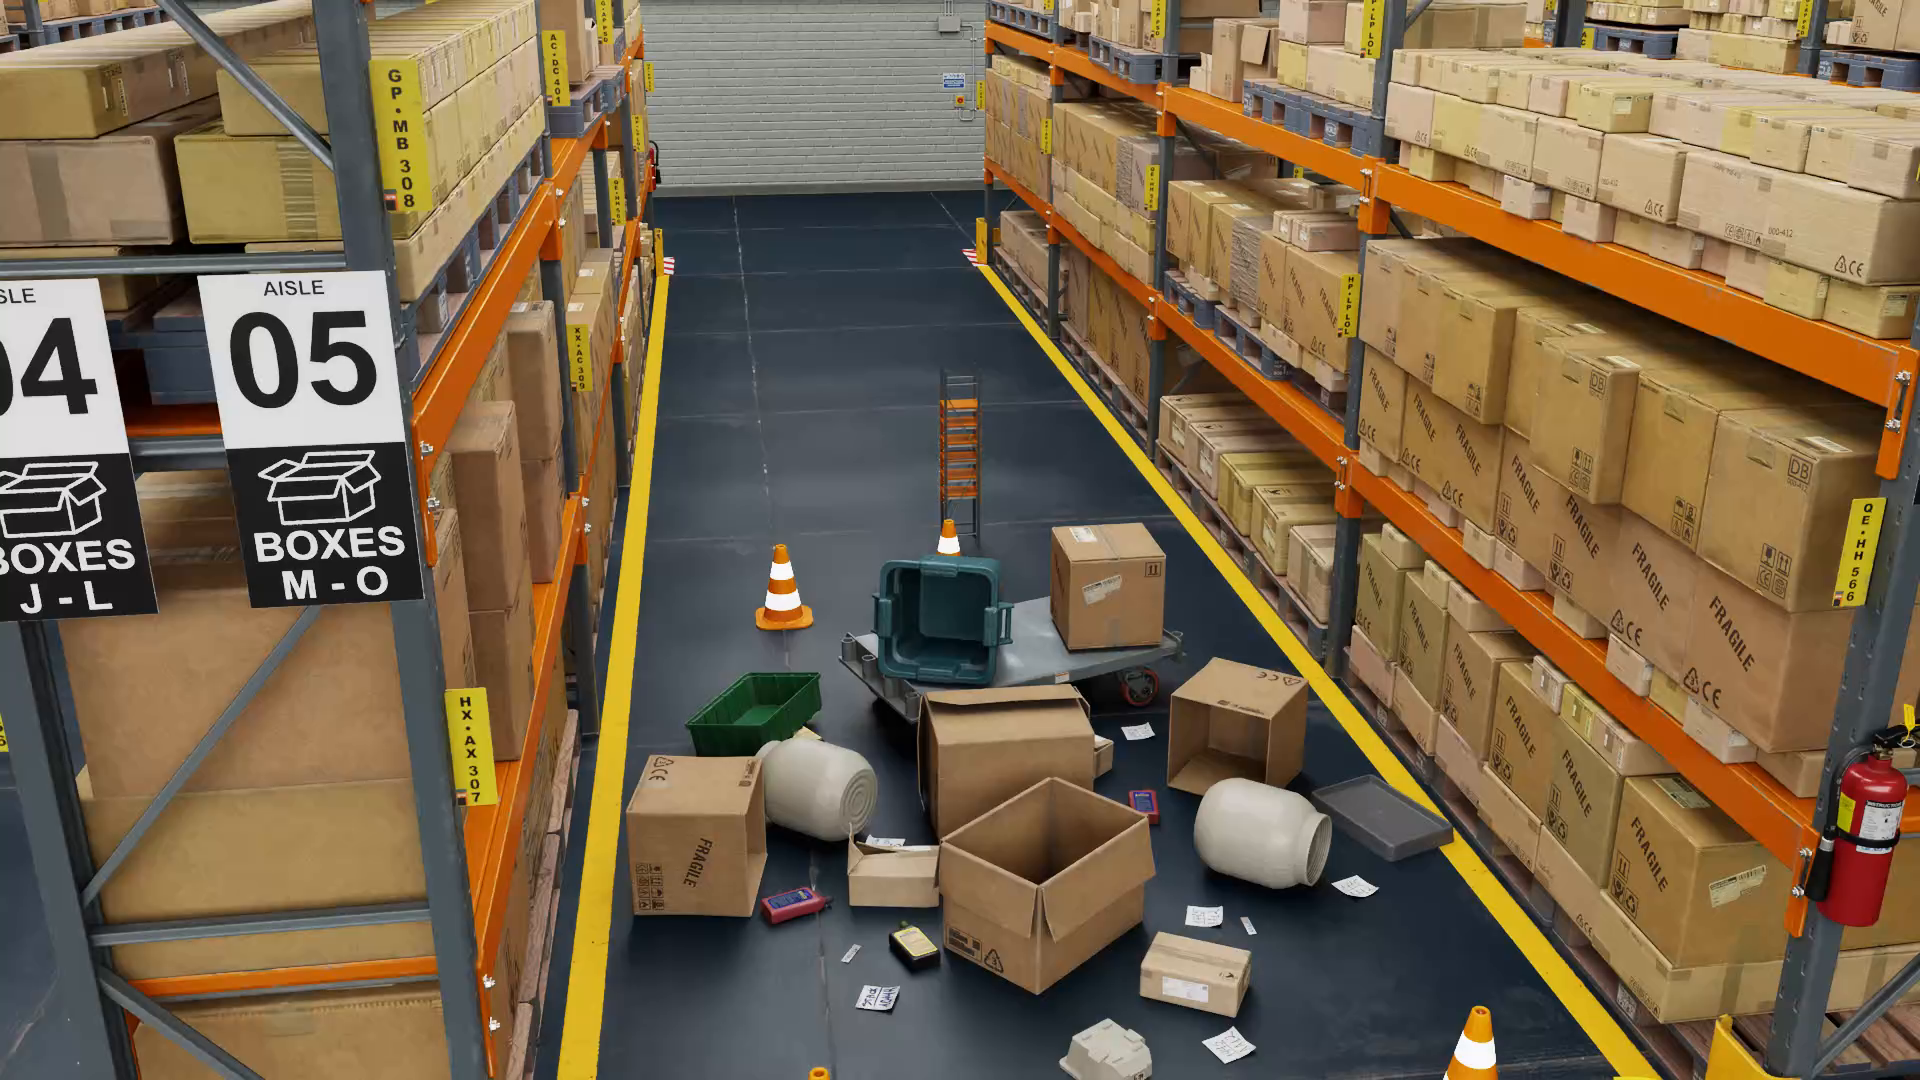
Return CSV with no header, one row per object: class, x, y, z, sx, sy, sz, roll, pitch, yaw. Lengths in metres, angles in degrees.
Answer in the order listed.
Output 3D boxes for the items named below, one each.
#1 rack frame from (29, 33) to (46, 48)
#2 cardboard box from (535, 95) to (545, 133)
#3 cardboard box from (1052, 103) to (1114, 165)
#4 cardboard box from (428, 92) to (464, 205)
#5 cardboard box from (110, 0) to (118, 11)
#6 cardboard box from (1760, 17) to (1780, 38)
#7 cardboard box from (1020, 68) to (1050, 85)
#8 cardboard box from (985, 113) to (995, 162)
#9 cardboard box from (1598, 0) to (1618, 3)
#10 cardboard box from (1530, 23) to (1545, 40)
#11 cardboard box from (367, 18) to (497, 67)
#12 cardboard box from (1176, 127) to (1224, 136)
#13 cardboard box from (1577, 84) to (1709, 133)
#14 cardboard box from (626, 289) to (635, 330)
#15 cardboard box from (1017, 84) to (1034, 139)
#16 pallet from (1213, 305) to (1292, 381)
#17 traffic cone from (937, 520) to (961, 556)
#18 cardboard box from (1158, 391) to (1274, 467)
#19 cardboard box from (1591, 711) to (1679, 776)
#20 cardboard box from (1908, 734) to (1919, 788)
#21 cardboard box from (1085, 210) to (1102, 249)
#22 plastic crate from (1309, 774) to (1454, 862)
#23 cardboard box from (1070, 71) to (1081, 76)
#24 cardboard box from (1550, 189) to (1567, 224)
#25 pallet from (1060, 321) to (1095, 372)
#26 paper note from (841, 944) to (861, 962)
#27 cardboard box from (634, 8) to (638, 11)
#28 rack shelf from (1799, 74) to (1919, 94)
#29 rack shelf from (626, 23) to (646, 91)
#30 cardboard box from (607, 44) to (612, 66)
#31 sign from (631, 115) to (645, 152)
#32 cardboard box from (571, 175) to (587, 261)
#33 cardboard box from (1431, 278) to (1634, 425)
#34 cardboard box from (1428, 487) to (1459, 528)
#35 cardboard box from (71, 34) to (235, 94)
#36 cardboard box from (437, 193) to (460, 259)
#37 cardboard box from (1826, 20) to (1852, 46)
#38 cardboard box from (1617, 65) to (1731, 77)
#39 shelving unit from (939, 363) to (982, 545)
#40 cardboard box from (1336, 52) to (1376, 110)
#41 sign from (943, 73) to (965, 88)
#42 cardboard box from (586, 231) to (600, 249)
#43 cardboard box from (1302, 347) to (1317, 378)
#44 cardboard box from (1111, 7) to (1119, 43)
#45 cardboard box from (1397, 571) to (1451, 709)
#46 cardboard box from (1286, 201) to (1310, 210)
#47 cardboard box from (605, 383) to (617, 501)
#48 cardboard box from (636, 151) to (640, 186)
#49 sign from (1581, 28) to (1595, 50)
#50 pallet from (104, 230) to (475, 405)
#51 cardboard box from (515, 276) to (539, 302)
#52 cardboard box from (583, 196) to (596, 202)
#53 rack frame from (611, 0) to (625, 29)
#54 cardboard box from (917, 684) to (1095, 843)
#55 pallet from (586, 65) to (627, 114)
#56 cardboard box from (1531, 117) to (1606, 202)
rack frame,-8.430,-2.949,14.825,1.000,3.000,0.127,-3,21,-8
cardboard box,-1.985,-1.815,7.118,0.380,0.149,0.250,-3,21,-8
cardboard box,1.155,-3.797,15.524,0.500,0.500,0.500,-3,21,-7
cardboard box,-1.668,-1.083,4.588,0.500,0.250,0.500,-3,21,-8
cardboard box,-8.795,-5.475,16.414,0.700,0.500,0.500,-4,21,-11
cardboard box,6.557,-4.039,13.099,0.380,0.149,0.250,-3,21,-9
cardboard box,0.845,-4.889,17.519,0.380,0.149,0.250,-3,21,-8
cardboard box,0.585,-4.700,19.370,0.500,0.500,0.500,-3,21,-8
cardboard box,6.063,-4.979,15.163,0.380,0.149,0.250,-3,21,-9
cardboard box,5.943,-5.097,16.649,0.380,0.149,0.250,-3,21,-8
cardboard box,-1.767,-1.663,5.570,0.380,0.149,0.250,-3,21,-7
cardboard box,1.983,-3.113,13.693,0.500,0.500,0.500,-2,21,-6
cardboard box,2.511,-1.587,6.109,0.380,0.149,0.250,-2,21,-6
cardboard box,-2.999,-1.935,14.011,0.500,0.250,0.500,-4,21,-10
cardboard box,0.887,-4.465,17.313,0.500,0.500,0.500,-3,21,-7
pallet,2.279,-1.291,10.659,1.003,0.211,1.213,-3,21,-8
traffic cone,-0.066,0.101,10.285,0.336,0.463,0.334,-3,21,-8
cardboard box,2.024,-0.833,12.316,0.950,0.372,0.625,-4,21,-11
cardboard box,2.613,0.754,6.240,0.380,0.149,0.250,-2,21,-6
cardboard box,3.262,0.696,5.426,0.380,0.149,0.250,-3,21,-8
cardboard box,1.375,-2.682,14.324,0.500,0.250,0.500,-3,21,-9
plastic crate,1.944,1.274,7.692,0.402,0.080,0.583,-11,23,-26
cardboard box,1.354,-4.830,17.362,0.380,0.149,0.250,-3,21,-8
cardboard box,2.553,-1.311,6.512,0.380,0.149,0.250,-3,21,-7
pallet,1.562,-1.879,15.946,1.003,0.211,1.213,-3,21,-8
paper note,-0.440,1.672,6.725,0.032,0.001,0.123,8,22,20
cardboard box,-3.618,-5.391,17.291,0.500,0.250,0.500,-2,21,-5
rack shelf,7.152,-2.691,10.876,1.077,0.370,4.000,-3,21,-8
rack shelf,-3.796,-4.925,16.856,1.077,0.370,4.000,-3,21,-8
cardboard box,-2.829,-3.615,12.178,0.500,0.500,0.500,-3,21,-8
sign,-2.959,-3.736,15.276,0.100,0.325,0.005,-3,21,-8
cardboard box,-2.876,-2.139,11.083,0.700,0.500,0.500,-3,21,-8
cardboard box,2.476,-0.817,7.120,0.700,0.500,0.500,-3,21,-9
cardboard box,2.415,-0.173,7.752,0.380,0.149,0.250,-2,21,-6
cardboard box,-2.307,-1.365,4.772,0.380,0.149,0.250,-3,21,-8
cardboard box,-1.583,-0.850,4.534,0.380,0.149,0.250,-3,21,-8
cardboard box,6.614,-3.719,12.189,0.380,0.166,0.250,-3,21,-8
cardboard box,2.957,-1.881,6.898,0.380,0.149,0.250,-3,21,-9
shelving unit,0.002,-0.557,10.993,0.258,1.200,0.189,-3,21,-8
cardboard box,2.302,-2.406,8.697,0.500,0.250,0.500,-3,21,-9
sign,-0.093,-6.930,25.098,0.327,0.218,0.001,-3,21,-8
cardboard box,-2.802,-2.175,12.086,0.380,0.149,0.250,-2,21,-5
cardboard box,2.161,-1.014,9.404,0.380,0.149,0.250,-4,21,-9
cardboard box,1.408,-4.062,13.110,0.396,0.266,0.258,-3,21,-9
cardboard box,2.436,0.464,7.945,0.500,0.500,0.500,-2,21,-6
cardboard box,2.453,-1.950,10.982,0.500,0.500,0.500,-4,21,-11
cardboard box,-2.932,-0.707,11.436,1.050,0.750,0.750,-3,21,-8
cardboard box,-3.408,-3.705,16.282,0.500,0.500,0.500,-3,21,-8
sign,3.065,-2.356,8.212,0.100,0.325,0.005,-3,21,-8
pallet,-1.895,-0.629,4.454,1.003,0.211,1.213,-3,21,-8
cardboard box,-2.335,-0.841,7.423,0.875,0.550,0.550,-3,21,-8
cardboard box,-2.878,-2.485,12.490,0.380,0.149,0.250,-3,21,-8
rack frame,-3.508,-5.975,14.351,1.000,3.000,0.127,-3,21,-8
cardboard box,0.205,1.008,7.604,0.797,0.637,0.503,-3,21,-8
pallet,-2.786,-2.876,10.611,1.213,0.211,1.003,-2,21,-5
cardboard box,2.540,-1.460,6.341,0.500,0.250,0.500,-3,21,-7
